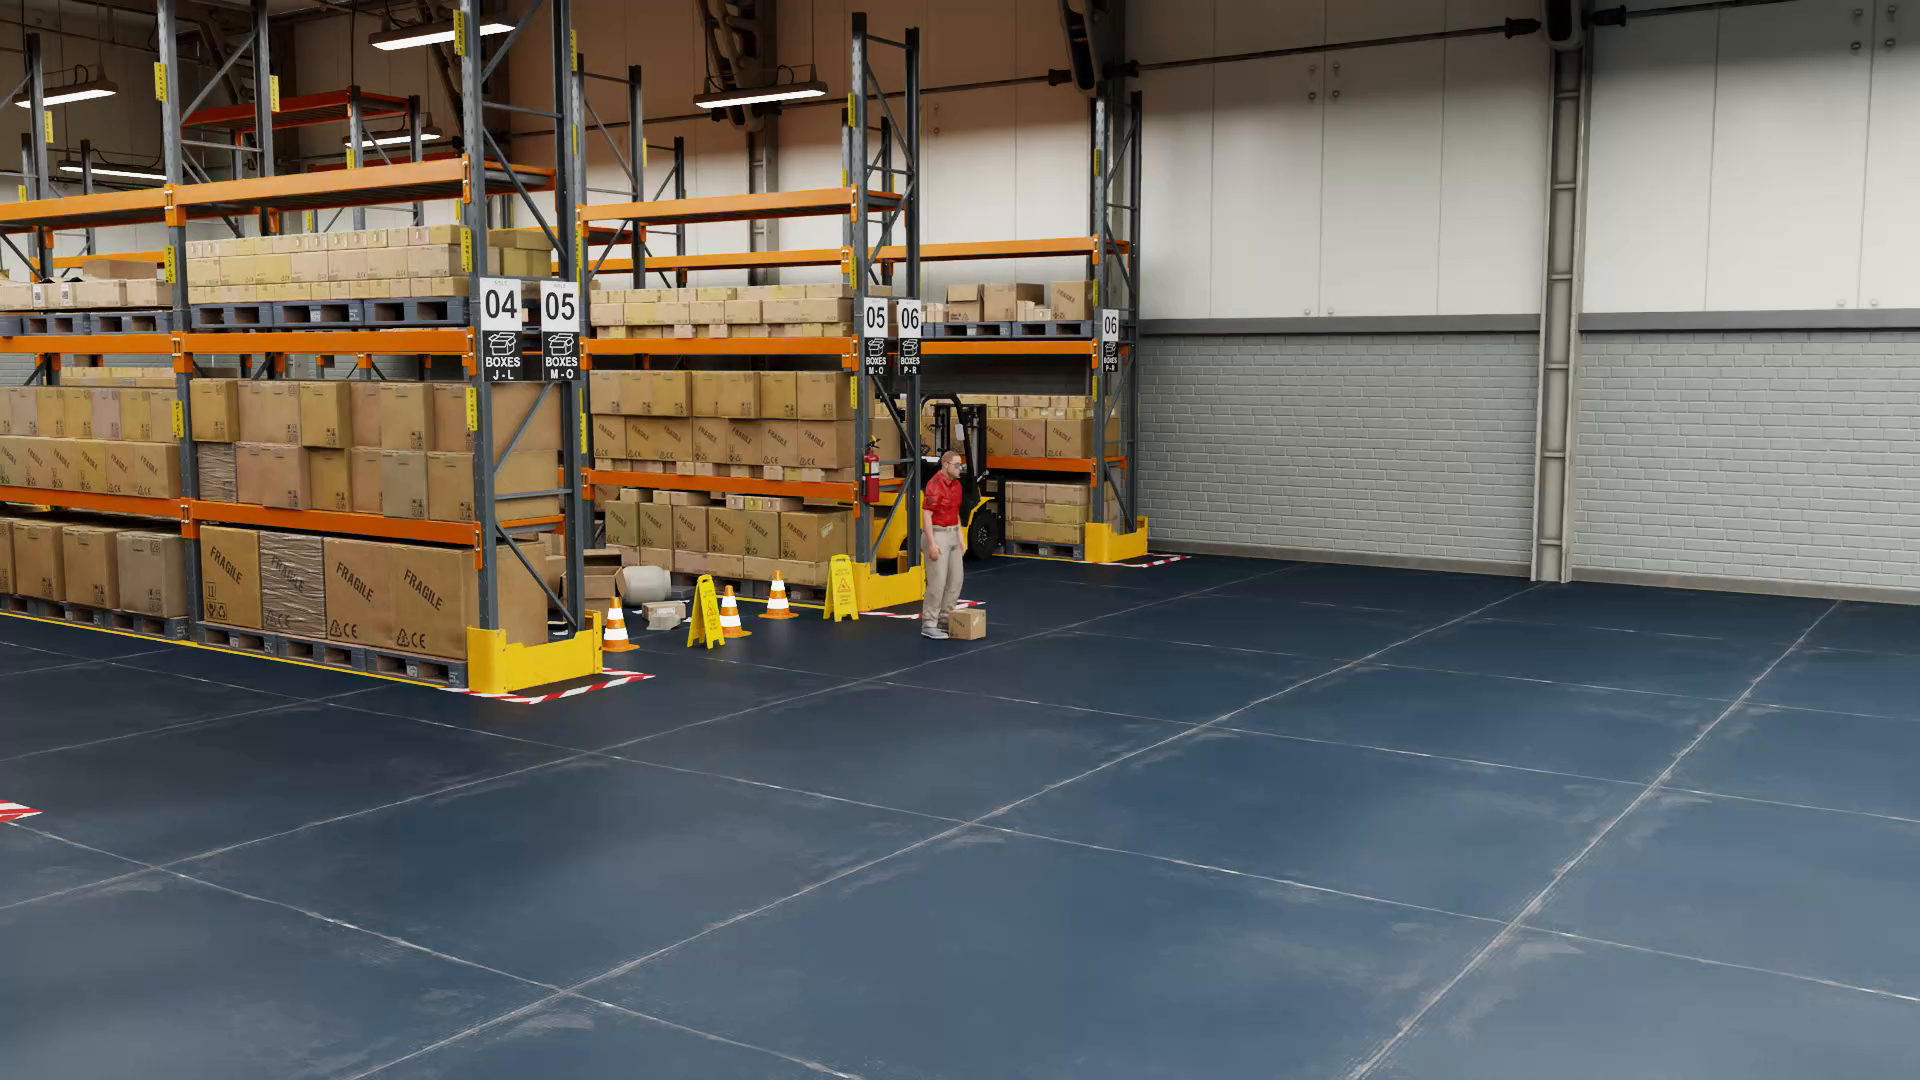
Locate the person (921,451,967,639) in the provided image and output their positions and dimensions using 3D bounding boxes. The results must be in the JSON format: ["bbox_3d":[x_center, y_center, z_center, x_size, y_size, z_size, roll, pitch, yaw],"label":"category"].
[{"bbox_3d":[-0.147,0.030,15.558,0.383,1.727,0.599,4,7,32],"label":"person"}]
